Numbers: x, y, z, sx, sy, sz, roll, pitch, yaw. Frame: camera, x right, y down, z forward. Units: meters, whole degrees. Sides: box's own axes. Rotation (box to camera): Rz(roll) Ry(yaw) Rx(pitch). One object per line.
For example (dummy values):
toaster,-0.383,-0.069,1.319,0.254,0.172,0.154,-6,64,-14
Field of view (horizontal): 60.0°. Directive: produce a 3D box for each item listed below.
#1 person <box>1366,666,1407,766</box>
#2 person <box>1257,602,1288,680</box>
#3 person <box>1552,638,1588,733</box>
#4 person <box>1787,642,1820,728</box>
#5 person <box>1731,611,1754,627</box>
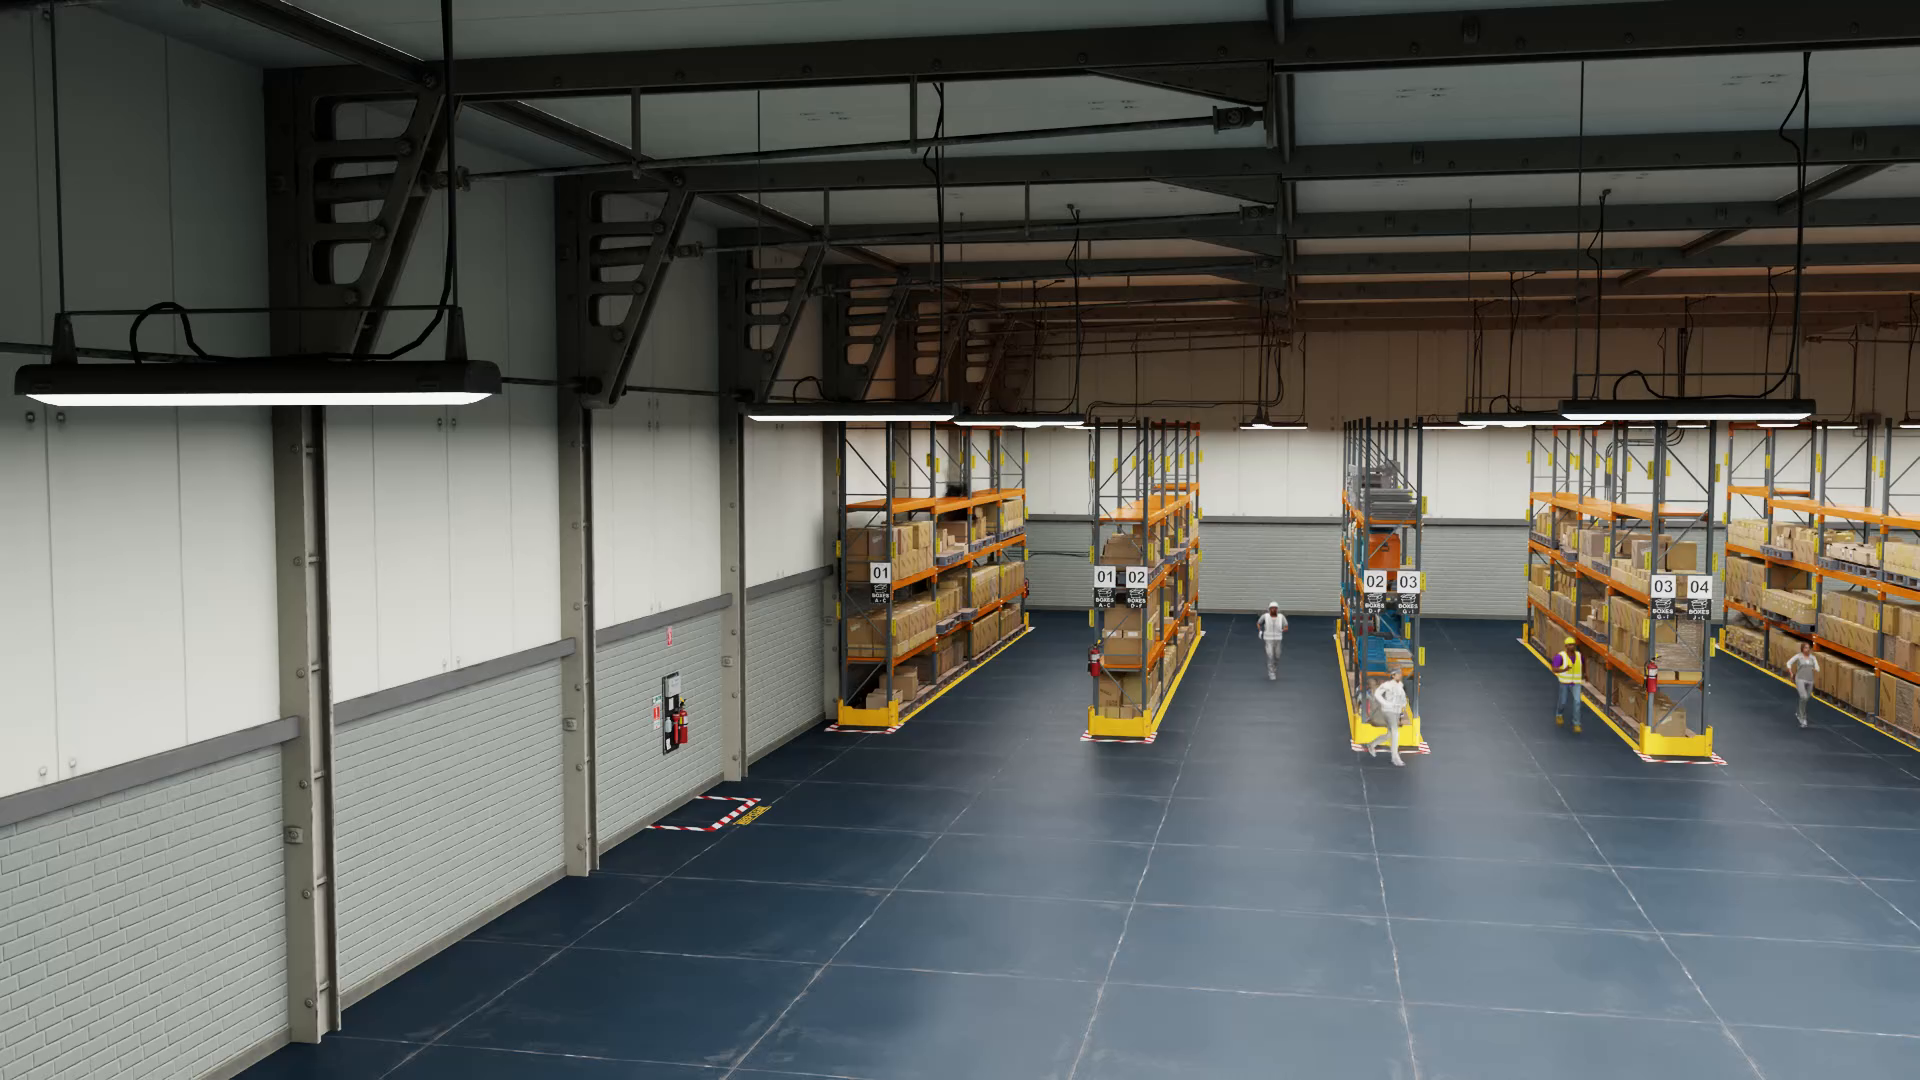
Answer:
person,7.520,3.029,28.944,0.652,1.702,0.809,-3,5,-37
person,7.242,2.313,38.461,0.683,1.772,0.892,0,4,-1
person,11.681,2.744,31.846,0.697,1.760,0.977,0,4,5
person,16.472,2.817,32.462,0.512,1.630,0.737,0,4,2
person,21.384,1.957,45.272,0.731,1.754,0.698,-4,5,-44
